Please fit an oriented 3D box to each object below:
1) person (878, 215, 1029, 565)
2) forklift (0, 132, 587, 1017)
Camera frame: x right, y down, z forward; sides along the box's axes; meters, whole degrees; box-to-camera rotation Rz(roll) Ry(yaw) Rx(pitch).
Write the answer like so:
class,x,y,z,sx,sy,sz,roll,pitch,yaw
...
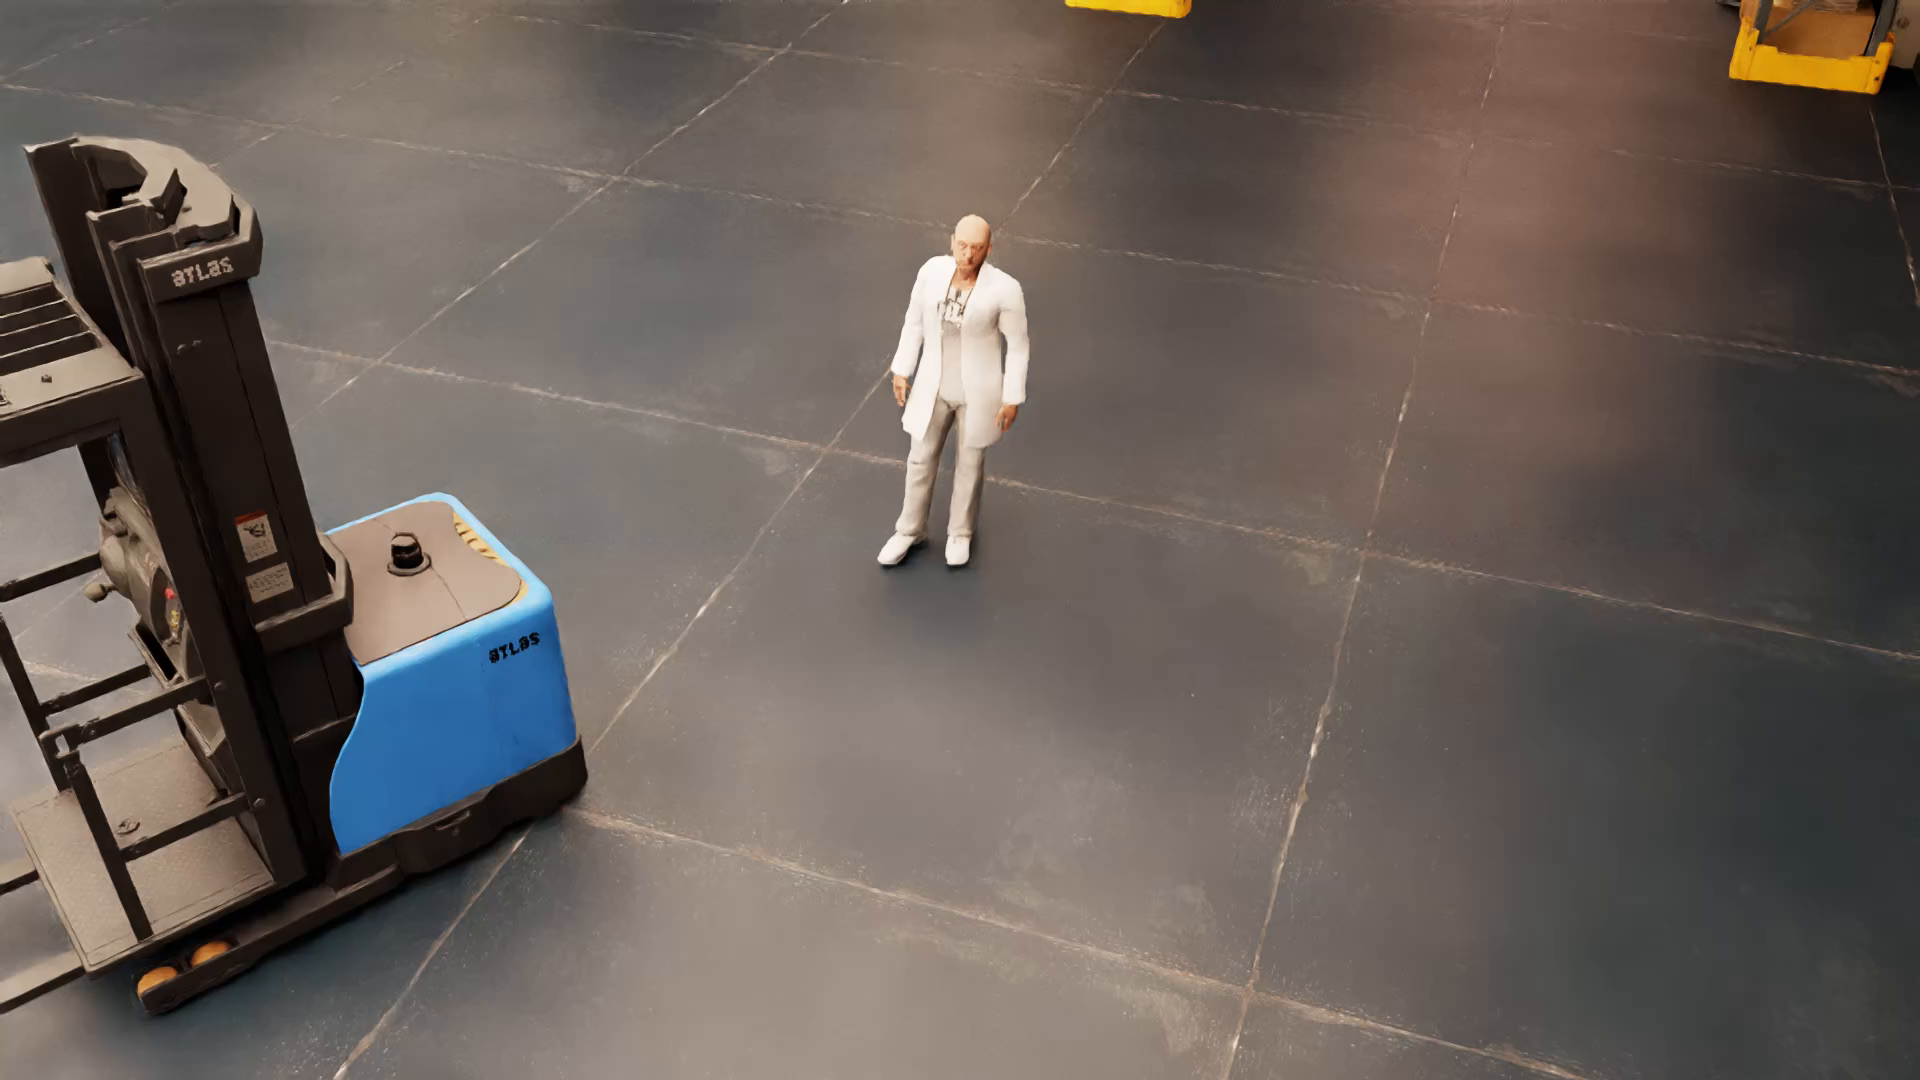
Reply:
class,x,y,z,sx,sy,sz,roll,pitch,yaw
person,-0.035,-0.683,8.058,0.694,1.776,0.579,12,37,16
forklift,-3.051,0.208,5.817,3.031,2.935,1.130,-25,42,-31
